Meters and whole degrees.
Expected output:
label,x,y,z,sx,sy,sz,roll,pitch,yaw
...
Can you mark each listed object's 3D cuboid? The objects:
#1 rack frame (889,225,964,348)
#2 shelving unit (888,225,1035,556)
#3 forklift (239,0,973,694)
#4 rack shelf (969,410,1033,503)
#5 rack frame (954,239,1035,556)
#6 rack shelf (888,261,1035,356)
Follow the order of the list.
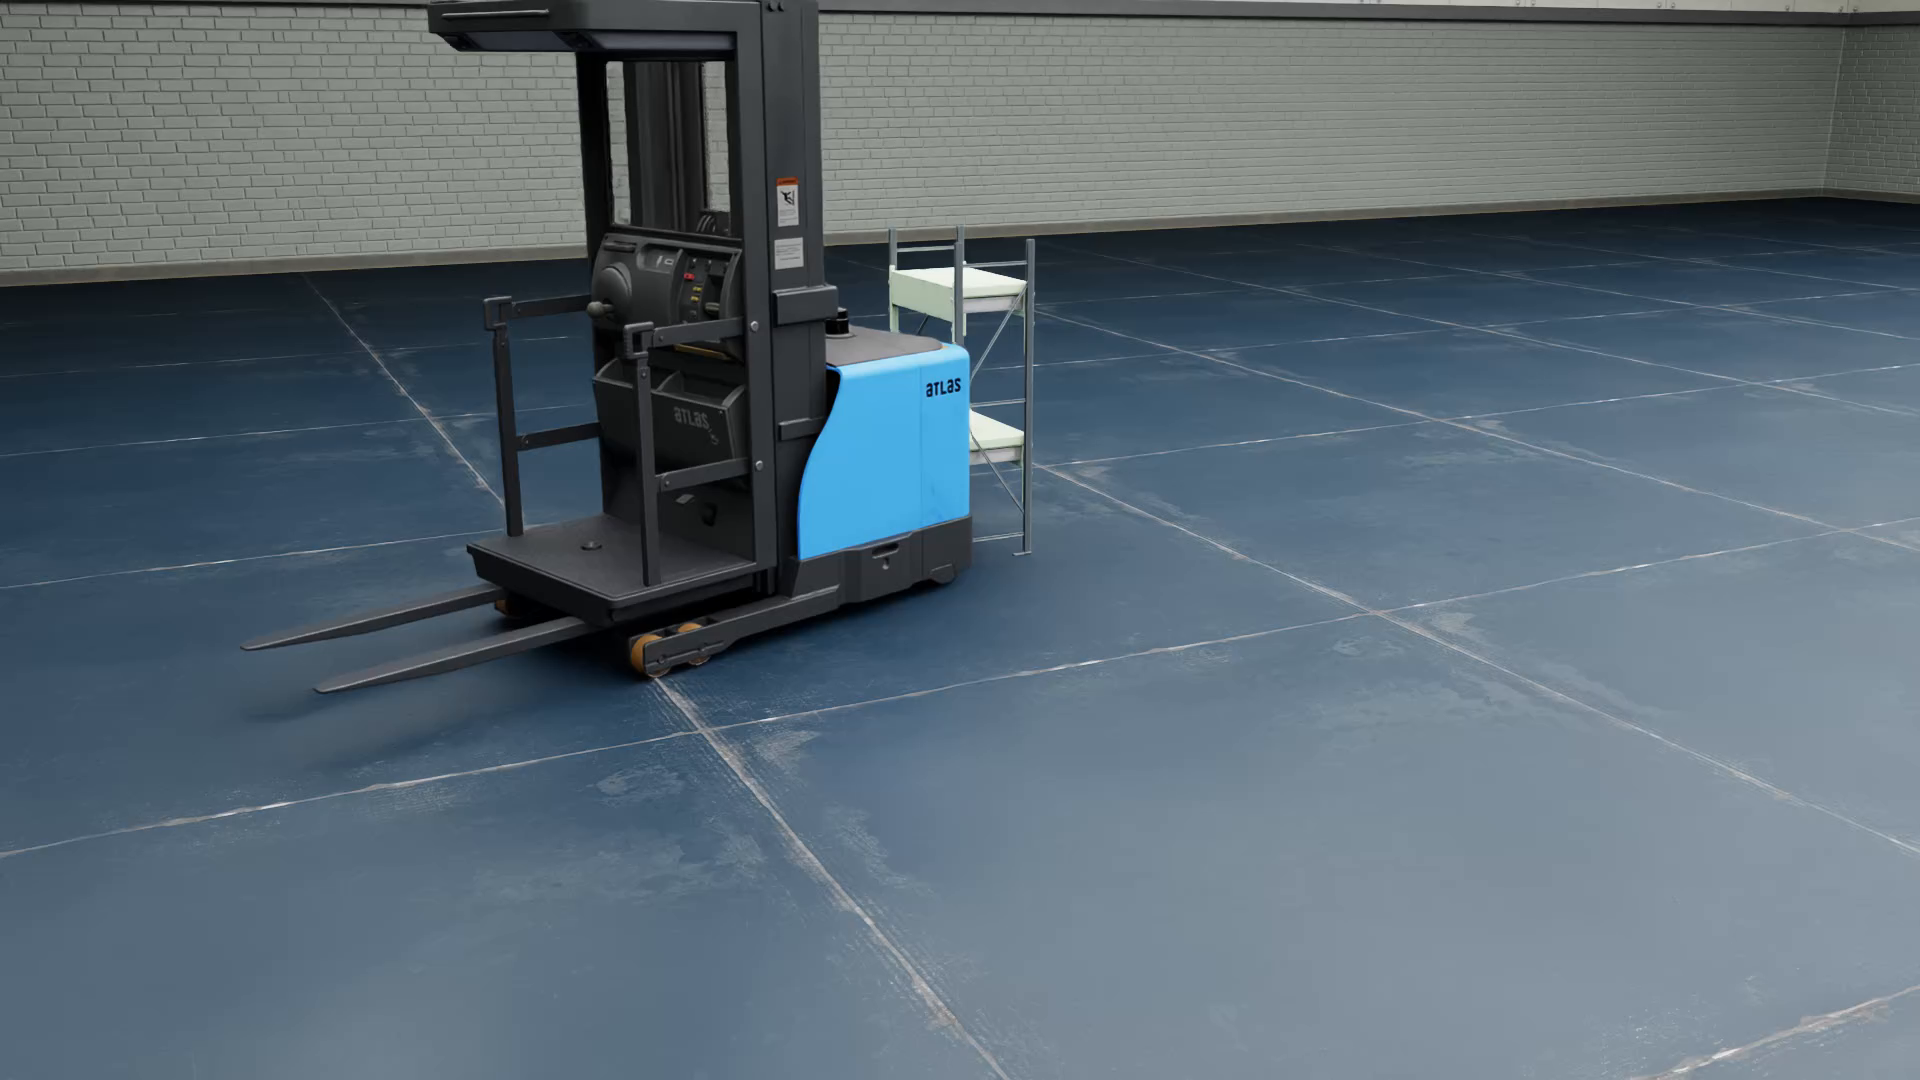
label,x,y,z,sx,sy,sz,roll,pitch,yaw
rack frame,-0.163,-0.813,8.366,0.400,1.500,0.023,-8,18,-25
shelving unit,-0.003,-0.723,8.050,0.431,1.500,0.755,-8,18,-25
forklift,-1.338,-1.038,6.554,1.130,2.935,3.031,15,22,43
rack shelf,-0.003,-0.409,8.139,0.431,0.370,0.720,-8,18,-25
rack frame,0.157,-0.632,7.733,0.400,1.500,0.023,-8,18,-25
rack shelf,-0.003,-1.098,7.942,0.431,0.370,0.720,-8,18,-25
